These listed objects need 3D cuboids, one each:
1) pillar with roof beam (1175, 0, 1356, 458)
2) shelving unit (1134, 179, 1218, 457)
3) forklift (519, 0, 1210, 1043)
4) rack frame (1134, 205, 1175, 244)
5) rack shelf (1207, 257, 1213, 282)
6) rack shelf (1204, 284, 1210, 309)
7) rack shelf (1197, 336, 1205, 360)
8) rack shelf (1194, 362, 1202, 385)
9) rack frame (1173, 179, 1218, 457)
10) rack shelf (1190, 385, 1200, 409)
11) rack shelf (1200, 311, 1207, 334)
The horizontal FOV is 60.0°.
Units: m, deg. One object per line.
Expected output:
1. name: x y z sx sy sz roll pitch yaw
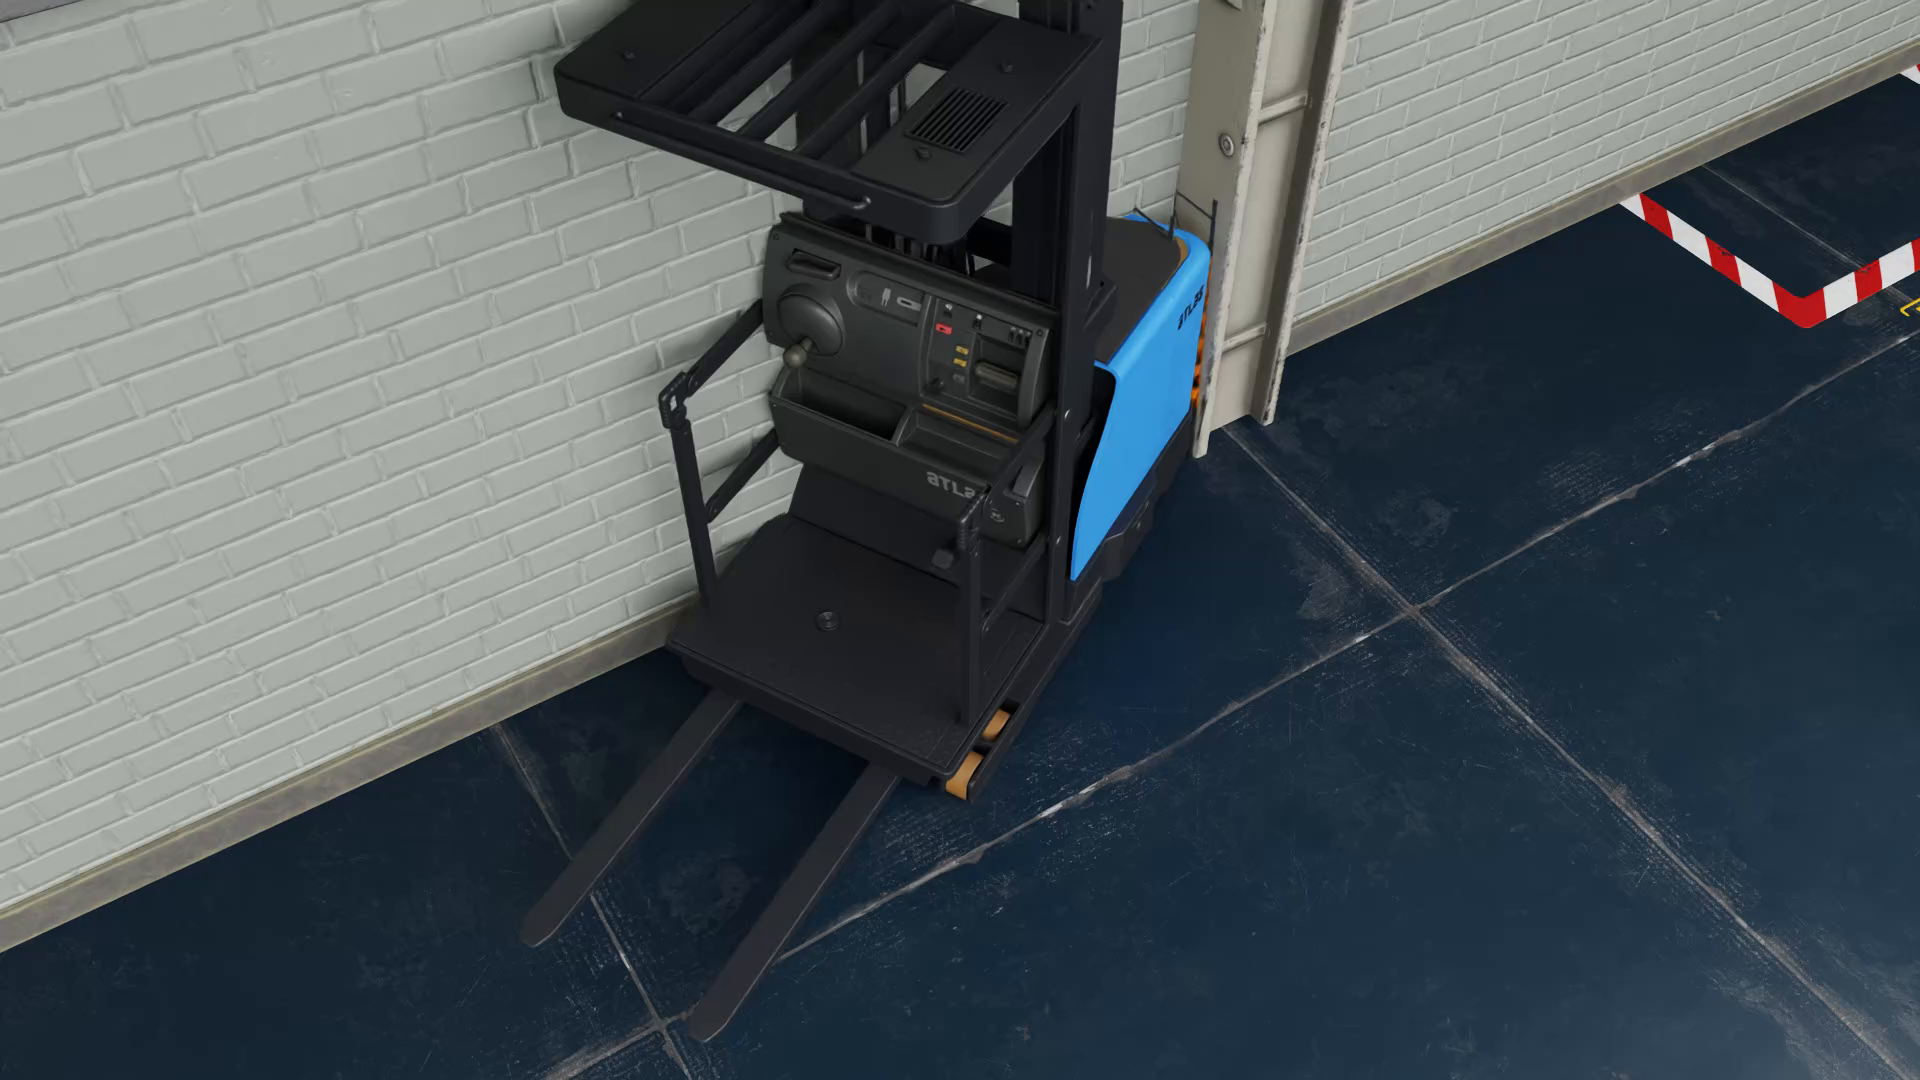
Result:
1. pillar with roof beam: 3.310 -0.770 0.910 0.400 9.000 9.100 -25 53 -21
2. shelving unit: 0.757 -0.776 6.162 0.189 1.200 0.258 -25 50 -21
3. forklift: -0.275 -0.516 4.747 1.130 2.935 3.031 23 52 19
4. rack frame: 0.679 -0.740 6.129 0.006 1.200 0.240 -25 50 -21
5. rack shelf: 0.749 -0.996 5.936 0.180 0.103 0.258 -25 50 -21
6. rack shelf: 0.752 -0.913 6.022 0.180 0.103 0.258 -25 50 -21
7. rack shelf: 0.758 -0.745 6.194 0.180 0.103 0.258 -25 50 -21
8. rack shelf: 0.761 -0.661 6.279 0.180 0.103 0.258 -25 50 -21
9. rack frame: 0.835 -0.812 6.194 0.006 1.200 0.240 -25 50 -21
10. rack shelf: 0.765 -0.577 6.365 0.180 0.103 0.258 -25 50 -21
11. rack shelf: 0.755 -0.829 6.108 0.180 0.103 0.258 -25 50 -21
